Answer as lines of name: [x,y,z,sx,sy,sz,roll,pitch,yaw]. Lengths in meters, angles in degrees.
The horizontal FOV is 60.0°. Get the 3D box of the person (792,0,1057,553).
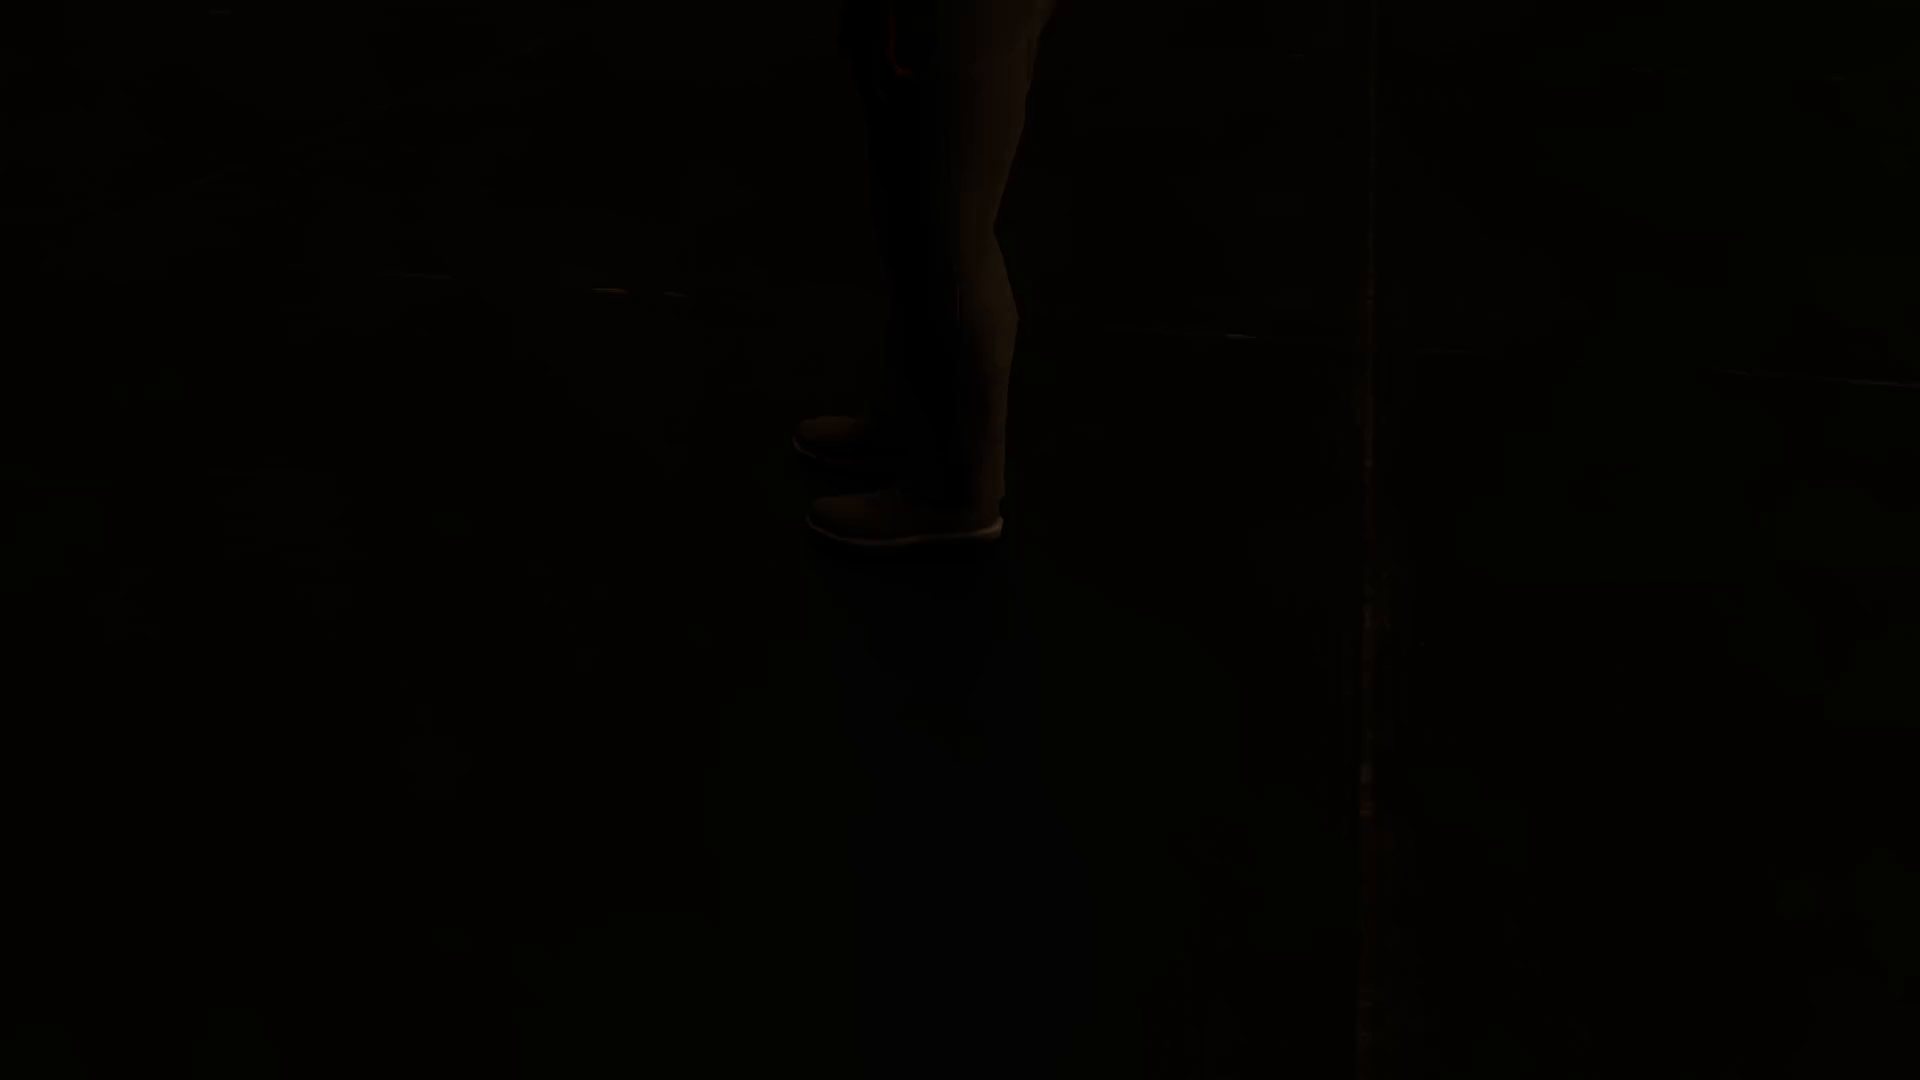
person: [-0.069,-0.779,2.147,0.529,1.695,0.570,6,27,11]
